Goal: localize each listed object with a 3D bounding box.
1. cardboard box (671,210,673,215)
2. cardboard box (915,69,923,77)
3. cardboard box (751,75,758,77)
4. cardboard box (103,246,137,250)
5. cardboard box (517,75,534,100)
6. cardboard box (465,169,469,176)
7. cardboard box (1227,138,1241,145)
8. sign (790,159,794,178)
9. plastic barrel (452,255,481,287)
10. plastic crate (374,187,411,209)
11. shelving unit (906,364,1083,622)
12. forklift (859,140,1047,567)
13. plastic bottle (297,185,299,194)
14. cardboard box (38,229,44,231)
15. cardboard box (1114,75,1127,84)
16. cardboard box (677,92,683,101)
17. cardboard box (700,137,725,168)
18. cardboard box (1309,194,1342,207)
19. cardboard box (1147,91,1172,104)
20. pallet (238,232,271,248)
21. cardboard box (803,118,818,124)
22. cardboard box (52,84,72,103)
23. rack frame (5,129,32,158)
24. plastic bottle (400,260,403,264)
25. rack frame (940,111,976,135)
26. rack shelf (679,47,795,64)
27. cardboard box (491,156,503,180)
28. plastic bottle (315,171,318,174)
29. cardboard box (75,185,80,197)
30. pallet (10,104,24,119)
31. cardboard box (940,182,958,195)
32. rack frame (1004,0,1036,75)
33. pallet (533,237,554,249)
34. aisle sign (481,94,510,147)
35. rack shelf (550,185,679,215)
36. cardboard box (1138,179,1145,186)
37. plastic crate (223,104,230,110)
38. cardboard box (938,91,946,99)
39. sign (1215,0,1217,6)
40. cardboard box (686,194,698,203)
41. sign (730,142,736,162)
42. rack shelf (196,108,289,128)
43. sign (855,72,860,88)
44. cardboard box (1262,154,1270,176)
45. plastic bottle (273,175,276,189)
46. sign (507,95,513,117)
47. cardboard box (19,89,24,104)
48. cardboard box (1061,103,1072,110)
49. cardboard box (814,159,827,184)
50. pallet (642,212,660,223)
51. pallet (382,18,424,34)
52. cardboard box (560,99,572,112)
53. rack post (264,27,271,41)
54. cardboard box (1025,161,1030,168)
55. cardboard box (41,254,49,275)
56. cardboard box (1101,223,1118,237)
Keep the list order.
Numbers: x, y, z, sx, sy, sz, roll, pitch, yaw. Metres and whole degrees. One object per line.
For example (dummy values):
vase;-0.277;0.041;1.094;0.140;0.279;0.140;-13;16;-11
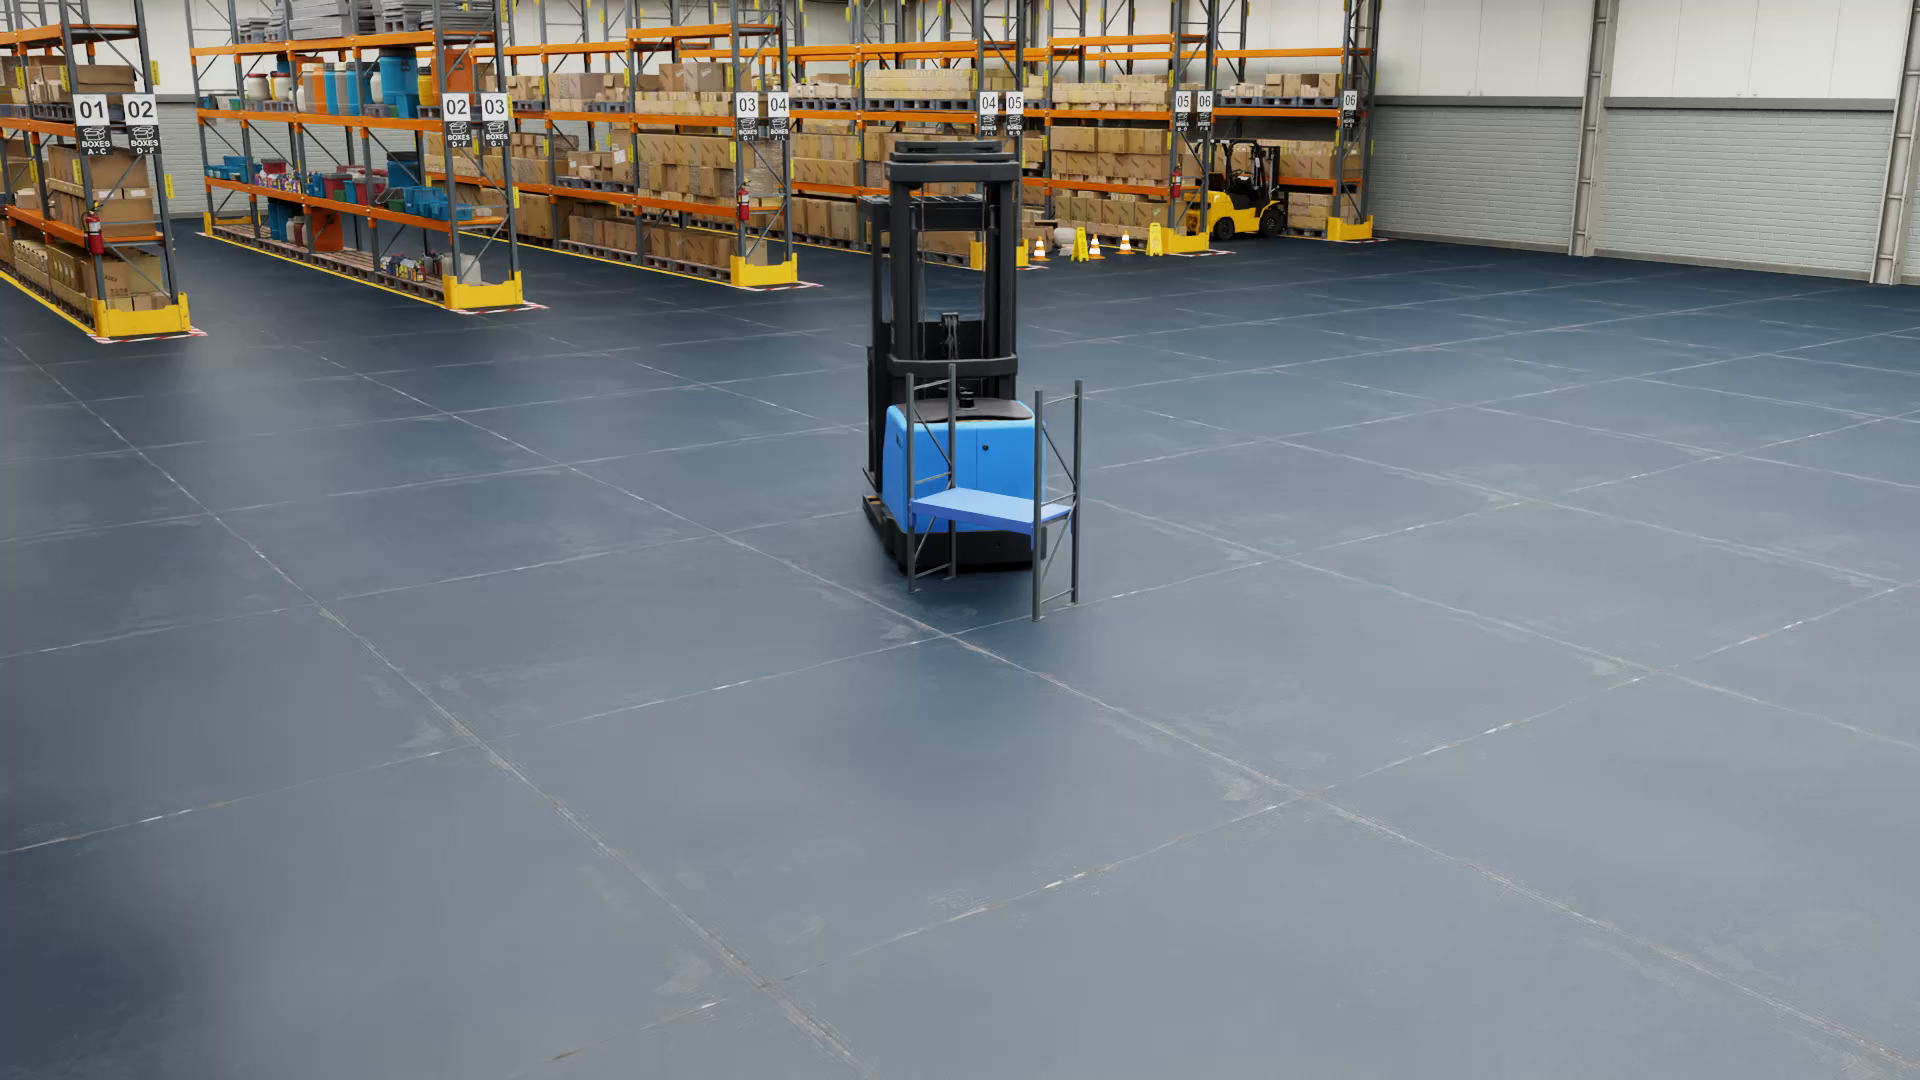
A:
cardboard box;-6.916;-8.109;41.127;0.380;0.149;0.250;-10;18;-33
cardboard box;-0.638;-8.926;31.804;0.380;0.149;0.250;-11;19;-34
cardboard box;-4.735;-10.346;37.372;0.396;0.266;0.258;-11;19;-35
cardboard box;-12.677;-4.147;25.038;0.500;0.500;0.500;-11;19;-35
cardboard box;-9.040;-9.567;35.182;0.500;0.500;0.500;-10;18;-32
cardboard box;-11.143;-8.437;38.195;0.380;0.149;0.250;-11;19;-35
cardboard box;6.525;-9.386;39.207;0.380;0.149;0.250;-11;19;-34
sign;-2.902;-6.373;28.540;0.100;0.325;0.005;-11;19;-35
plastic barrel;-7.796;-4.234;26.281;0.421;0.512;0.421;0;15;0
plastic crate;-9.494;-5.795;28.186;0.767;0.338;0.504;-11;19;-35
shelving unit;0.216;-0.332;10.949;1.048;1.500;0.538;11;19;35
forklift;-0.166;-1.568;12.755;1.130;2.935;3.031;-3;16;-10
plastic bottle;-12.687;-6.763;31.980;0.097;0.201;0.097;0;15;0
cardboard box;-17.010;-5.521;30.966;0.500;0.500;0.500;-12;19;-36
cardboard box;4.213;-11.443;41.845;0.500;0.500;0.500;-11;19;-34
cardboard box;-4.774;-7.853;29.433;0.380;0.149;0.250;-10;18;-33
cardboard box;-4.162;-6.730;28.838;0.500;0.500;0.500;-11;19;-35
cardboard box;8.165;-7.590;37.143;0.500;0.250;0.500;-10;18;-33
cardboard box;4.157;-8.995;33.798;0.500;0.250;0.500;-11;19;-35
pallet;-14.866;-6.471;35.820;1.003;0.211;1.213;-11;19;-35
cardboard box;-3.996;-11.272;44.764;0.380;0.149;0.250;-11;19;-34
cardboard box;-12.246;-6.184;23.030;0.500;0.250;0.500;-11;19;-35
rack frame;-18.411;-6.897;32.094;1.000;3.000;0.127;-11;19;-35
plastic bottle;-9.332;-4.550;27.855;0.097;0.271;0.097;0;15;0
rack frame;-0.028;-9.118;40.208;1.000;3.000;0.127;-11;19;-35
rack shelf;-5.149;-11.109;38.238;1.077;0.370;4.000;-11;19;-35
cardboard box;-10.032;-8.238;36.803;0.500;0.500;0.500;-11;19;-34
plastic bottle;-12.950;-7.261;33.516;0.144;0.351;0.185;-11;19;-35
cardboard box;-12.341;-4.968;23.628;0.380;0.149;0.250;-10;18;-33
pallet;-14.928;-7.029;27.252;1.003;0.211;1.213;-10;18;-32
cardboard box;0.135;-6.878;31.741;0.875;0.550;0.550;-11;19;-35
rack frame;1.633;-13.637;45.355;1.000;3.000;0.127;-11;19;-35
pallet;-8.447;-6.415;35.614;1.003;0.211;1.213;-11;19;-35
aisle sign;-7.068;-6.387;25.305;0.394;0.787;0.004;-11;19;-35
rack shelf;-6.868;-6.806;33.123;1.077;0.370;4.000;-11;19;-35
cardboard box;3.910;-7.430;34.517;0.380;0.149;0.250;-11;19;-35
plastic crate;-15.458;-9.197;35.315;0.293;0.136;0.466;-11;19;-35
cardboard box;-0.186;-8.377;31.311;0.380;0.149;0.250;-11;19;-34
sign;5.114;-10.876;33.349;0.100;0.325;0.005;-11;19;-35
cardboard box;-4.642;-6.083;29.596;0.380;0.149;0.250;-11;19;-35
sign;-3.801;-6.501;27.853;0.100;0.325;0.005;-11;19;-35
rack shelf;-15.579;-9.192;36.159;1.077;0.370;4.000;-11;19;-35
sign;-2.054;-9.236;33.380;0.100;0.325;0.005;-11;19;-35
cardboard box;7.283;-8.621;38.202;0.500;0.500;0.500;-11;19;-34
plastic bottle;-13.712;-7.169;33.330;0.097;0.271;0.097;0;15;0
sign;-6.899;-6.638;25.449;0.100;0.325;0.005;-11;19;-35
cardboard box;-15.424;-7.423;27.821;0.500;0.250;0.500;-10;18;-33
cardboard box;2.415;-9.420;36.105;0.380;0.149;0.250;-11;19;-34
cardboard box;-2.738;-7.808;35.232;0.500;0.500;0.500;-11;19;-34
pallet;-7.470;-8.236;42.268;1.003;0.211;1.213;-11;19;-35
pallet;-8.470;-8.134;26.364;1.003;0.211;1.213;-11;19;-35
cardboard box;-7.672;-8.705;33.300;0.500;0.250;0.500;-10;18;-33
rack post;-13.110;-9.905;32.667;0.937;0.300;0.954;-9;18;-29
cardboard box;1.657;-8.471;37.526;0.380;0.149;0.250;-12;19;-36
cardboard box;-14.178;-4.378;26.239;0.500;0.311;0.500;-11;19;-35
cardboard box;3.372;-6.640;35.566;0.500;0.250;0.500;-12;19;-37
